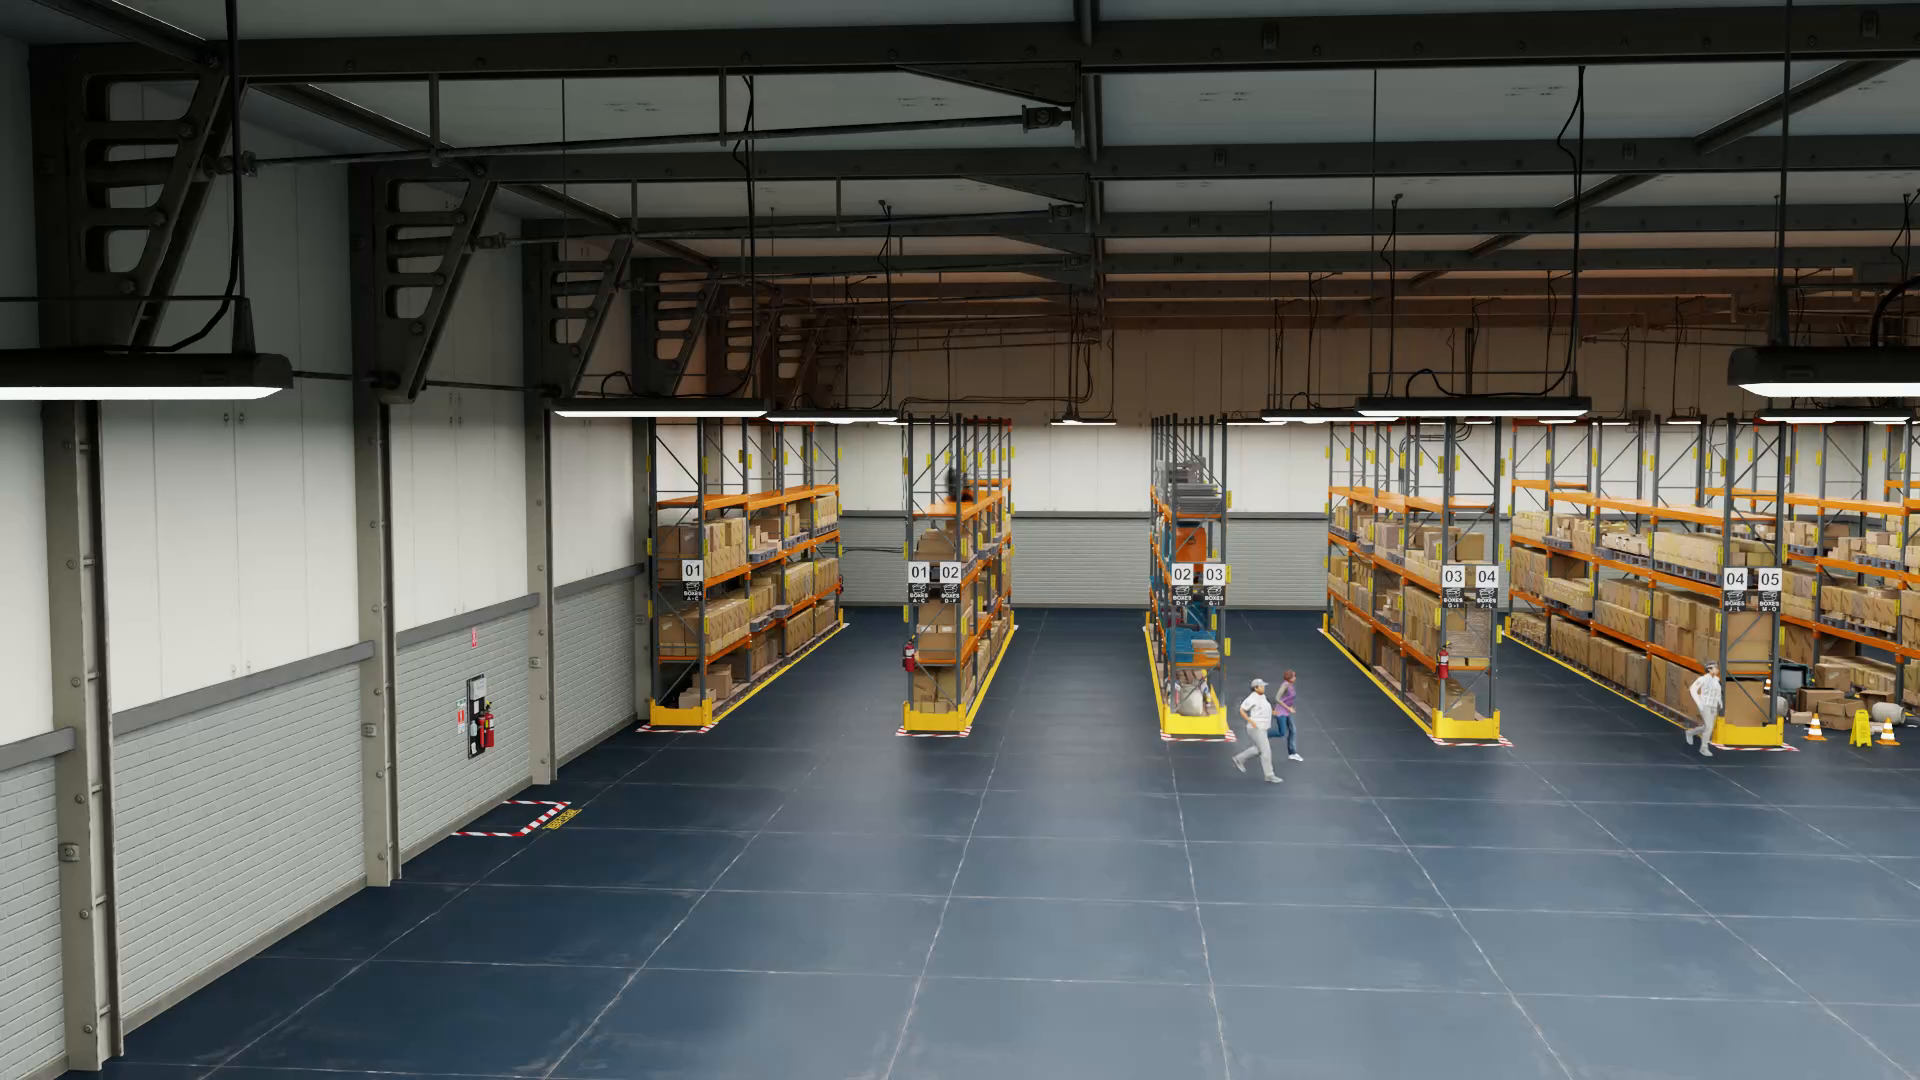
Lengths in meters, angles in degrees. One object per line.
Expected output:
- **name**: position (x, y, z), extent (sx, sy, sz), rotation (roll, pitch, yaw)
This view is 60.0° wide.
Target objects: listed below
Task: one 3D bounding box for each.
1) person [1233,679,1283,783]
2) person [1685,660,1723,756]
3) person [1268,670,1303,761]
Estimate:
- **person**: position (4.840, 3.068, 27.006), extent (0.899, 1.644, 0.615), rotation (2, 4, 31)
- **person**: position (13.182, 2.944, 29.371), extent (0.658, 1.658, 0.668), rotation (-2, 4, -25)
- **person**: position (5.563, 3.012, 28.812), extent (0.874, 1.569, 0.558), rotation (2, 4, 28)
